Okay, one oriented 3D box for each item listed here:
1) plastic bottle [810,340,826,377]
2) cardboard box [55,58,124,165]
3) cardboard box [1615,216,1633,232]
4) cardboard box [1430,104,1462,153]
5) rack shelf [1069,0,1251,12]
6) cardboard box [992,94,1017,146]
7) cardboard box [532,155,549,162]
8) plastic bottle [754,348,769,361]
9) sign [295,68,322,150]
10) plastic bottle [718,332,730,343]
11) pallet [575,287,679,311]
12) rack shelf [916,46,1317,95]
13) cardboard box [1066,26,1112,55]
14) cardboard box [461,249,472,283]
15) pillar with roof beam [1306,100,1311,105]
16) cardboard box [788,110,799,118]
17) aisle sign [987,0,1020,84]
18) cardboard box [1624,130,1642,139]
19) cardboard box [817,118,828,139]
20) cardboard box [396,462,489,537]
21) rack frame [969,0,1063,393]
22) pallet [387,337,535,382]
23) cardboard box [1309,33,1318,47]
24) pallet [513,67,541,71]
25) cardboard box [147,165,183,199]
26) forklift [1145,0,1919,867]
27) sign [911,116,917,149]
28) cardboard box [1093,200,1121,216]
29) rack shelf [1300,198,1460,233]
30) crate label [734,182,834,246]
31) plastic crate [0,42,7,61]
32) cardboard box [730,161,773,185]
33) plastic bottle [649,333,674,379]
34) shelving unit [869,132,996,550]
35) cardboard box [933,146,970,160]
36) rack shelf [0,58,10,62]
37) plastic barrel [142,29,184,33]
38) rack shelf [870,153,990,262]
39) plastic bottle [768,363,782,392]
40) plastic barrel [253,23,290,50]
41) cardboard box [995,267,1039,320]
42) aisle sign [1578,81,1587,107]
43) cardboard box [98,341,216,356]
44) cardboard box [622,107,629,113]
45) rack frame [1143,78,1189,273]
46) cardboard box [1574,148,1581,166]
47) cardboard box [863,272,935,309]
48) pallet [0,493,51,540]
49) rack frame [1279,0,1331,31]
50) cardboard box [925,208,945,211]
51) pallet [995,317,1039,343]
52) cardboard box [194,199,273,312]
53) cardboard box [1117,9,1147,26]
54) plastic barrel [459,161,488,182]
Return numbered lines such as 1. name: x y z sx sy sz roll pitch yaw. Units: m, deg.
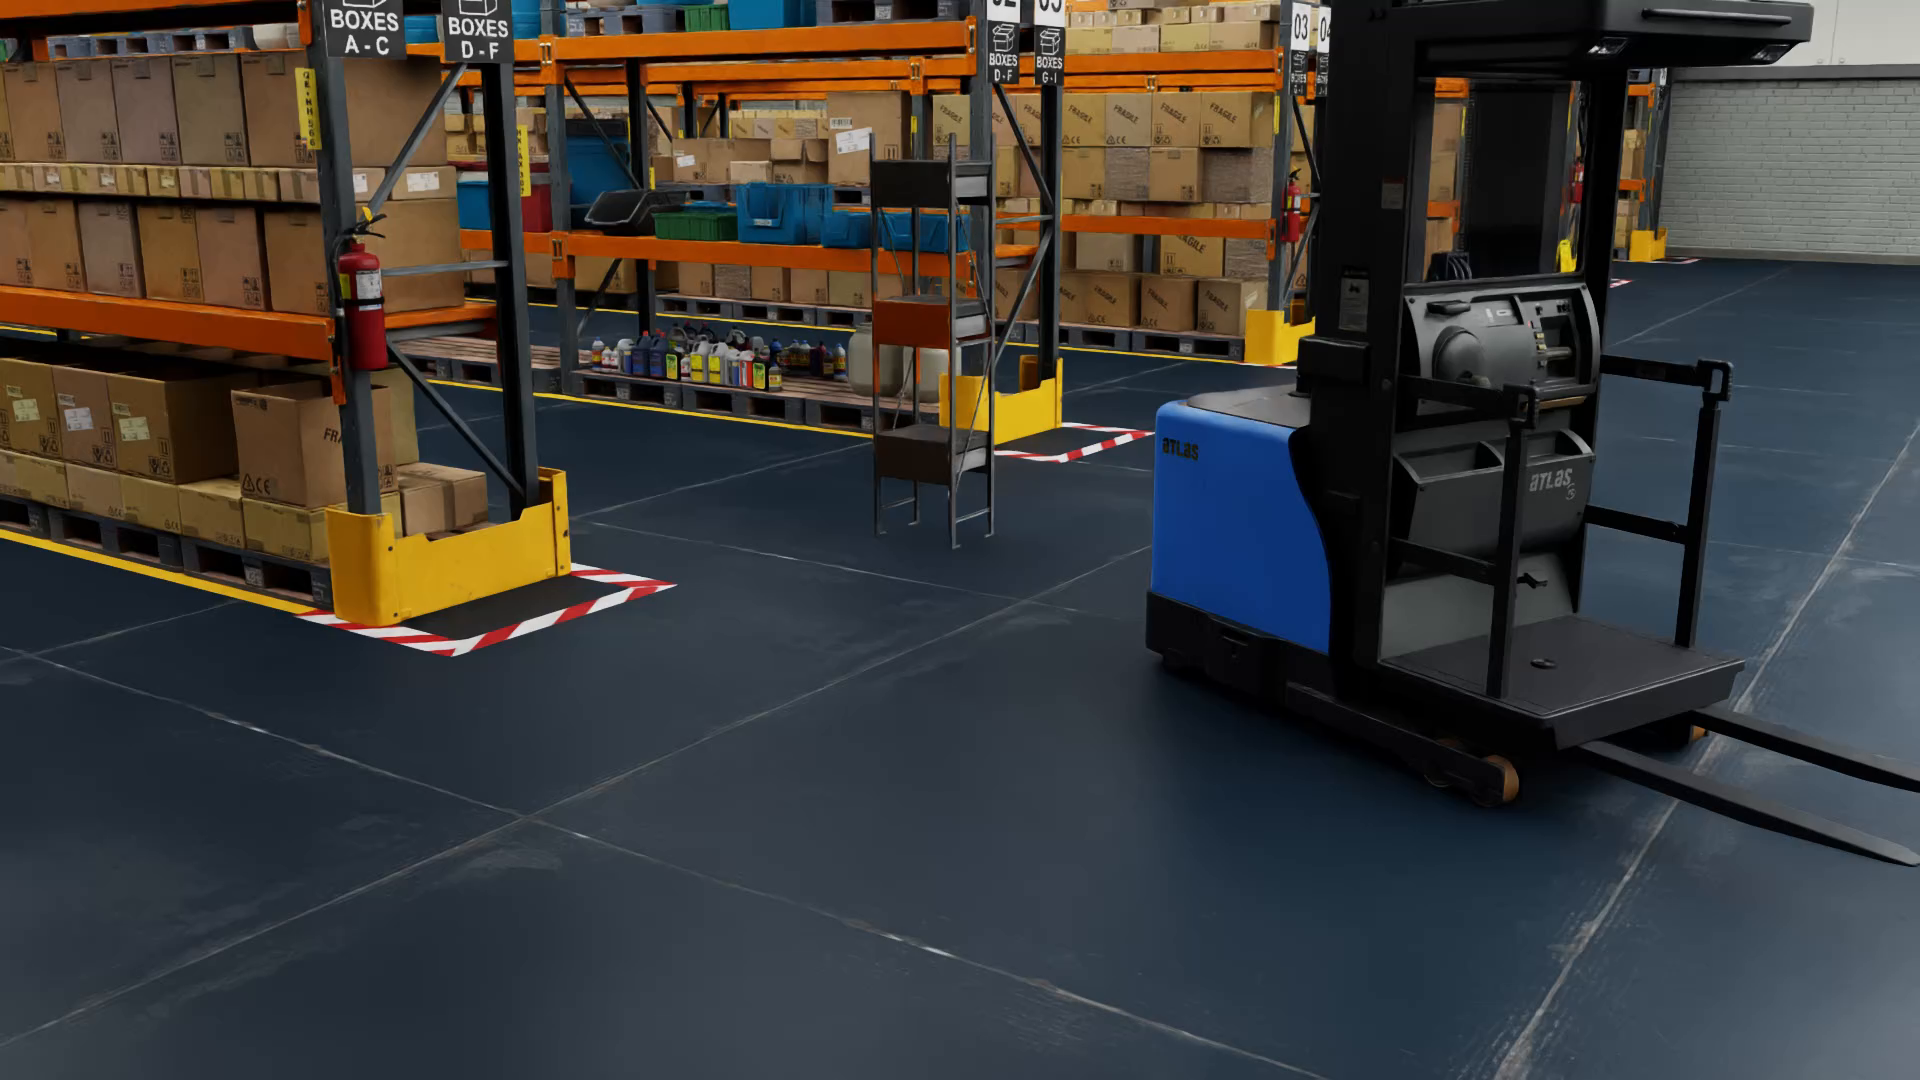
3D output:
1. plastic bottle: -1.118 -1.433 13.106 0.133 0.283 0.061 10 17 34
2. cardboard box: -4.075 -2.166 8.423 0.500 0.500 0.700 9 17 33
3. cardboard box: 10.874 -5.267 27.666 0.500 0.250 0.500 9 16 32
4. cardboard box: 5.720 -4.816 19.476 0.550 0.550 0.875 9 17 33
5. rack shelf: 3.707 -8.335 26.098 4.000 0.370 1.077 9 17 33
6. cardboard box: 0.483 -4.223 16.733 0.500 0.500 0.500 9 17 33
7. cardboard box: -4.875 -4.461 20.395 0.500 0.500 0.500 9 16 31
8. plastic bottle: -1.513 -1.313 12.622 0.133 0.283 0.061 9 17 33
9. sign: -2.692 -1.782 6.877 0.005 0.325 0.100 9 17 33
10. plastic bottle: -1.916 -1.562 13.627 0.133 0.283 0.061 11 17 37
11. pallet: -4.096 -3.026 20.609 1.213 0.211 1.003 9 17 33
12. rack shelf: 1.495 -4.561 16.261 4.000 0.370 1.077 9 17 33
13. cardboard box: 1.356 -4.787 15.987 0.500 0.250 0.500 9 16 32
14. cardboard box: -6.261 -3.886 21.827 0.875 0.875 1.225 9 17 33
15. pillar with roof beam: 3.996 -9.284 27.599 0.400 9.000 9.100 9 17 33
16. cardboard box: -2.943 -7.812 30.500 0.250 0.149 0.380 9 17 33
17. aisle sign: 0.284 -3.392 10.872 0.004 0.787 0.394 9 17 33
18. cardboard box: 11.038 -6.666 27.332 0.250 0.149 0.380 9 17 33
19. cardboard box: -2.234 -7.383 30.117 0.500 0.500 0.500 9 16 32
20. cardboard box: -2.698 -0.197 8.224 0.500 0.250 0.500 9 17 33
21. rack frame: 0.390 -2.199 11.462 0.127 3.000 1.000 9 17 33
22. pallet: -4.619 -1.642 15.019 1.213 0.211 1.003 9 17 33
23. cardboard box: 4.276 -5.930 19.733 0.250 0.149 0.380 9 17 33
24. pallet: -4.977 -5.849 20.358 1.213 0.211 1.003 10 17 35
25. cardboard box: -3.657 -1.727 7.997 0.250 0.149 0.380 10 17 35
26. forklift: 1.981 -0.692 5.517 1.130 2.935 3.031 -9 16 -32
27. sign: -0.471 -4.173 17.031 0.005 0.325 0.100 9 17 33
28. cardboard box: 1.499 -3.241 16.198 0.250 0.149 0.380 9 17 33
29. rack shelf: 4.347 -4.081 20.562 4.000 0.370 1.077 9 17 33
30. crate label: -1.288 -2.409 12.237 0.616 0.435 0.502 9 17 33
31. plastic crate: -10.087 -5.158 17.614 0.662 0.188 0.450 9 17 33
32. cardboard box: -2.221 -4.119 18.660 0.500 0.250 0.500 9 16 31
33. plastic bottle: -2.334 -1.446 13.021 0.185 0.351 0.144 8 16 30
34. shelving unit: -0.137 -1.041 8.661 0.503 2.100 0.431 9 17 33
35. cardboard box: 0.174 -3.843 17.277 0.500 0.500 0.875 9 17 33
36. rack shelf: -11.227 -5.183 18.773 4.000 0.370 1.077 9 17 33
37. plastic barrel: -7.803 -5.205 16.208 0.433 0.535 0.433 0 14 0
38. rack shelf: -0.137 -1.708 8.496 0.480 0.518 0.431 9 17 33
39. plastic bottle: -1.378 -1.213 12.388 0.097 0.201 0.097 0 14 0
40. plastic barrel: -6.161 -4.679 15.007 0.421 0.512 0.421 0 14 0
41. cardboard box: 0.624 -2.576 17.316 0.500 0.500 0.500 -11 17 -36
42. aisle sign: 8.575 -6.358 22.854 0.004 0.787 0.394 9 17 33
43. cardboard box: -4.364 -0.827 9.208 0.500 0.500 0.500 9 17 33
44. cardboard box: -4.924 -6.527 26.038 0.500 0.500 0.500 9 16 31
45. rack frame: 2.687 -4.698 21.559 0.127 3.000 1.000 9 17 33
46. cardboard box: 10.472 -6.286 27.766 0.500 0.500 0.500 10 17 35
47. cardboard box: -0.662 -2.809 18.216 0.500 0.500 0.700 8 16 29
48. pallet: -5.060 -0.279 9.512 1.213 0.211 1.003 9 17 33
49. rack frame: 3.154 -6.098 14.731 0.127 3.000 1.000 9 17 33
50. cardboard box: -0.154 -3.512 17.290 0.250 0.149 0.380 9 17 33
51. pallet: 0.412 -2.286 17.618 1.213 0.211 1.003 9 17 33
52. cardboard box: -3.196 -1.395 8.006 0.500 0.500 0.700 10 17 34
53. cardboard box: 1.674 -4.914 15.671 0.250 0.149 0.380 8 16 30
54. plastic barrel: -4.209 -3.071 14.705 0.433 0.535 0.433 0 14 0
